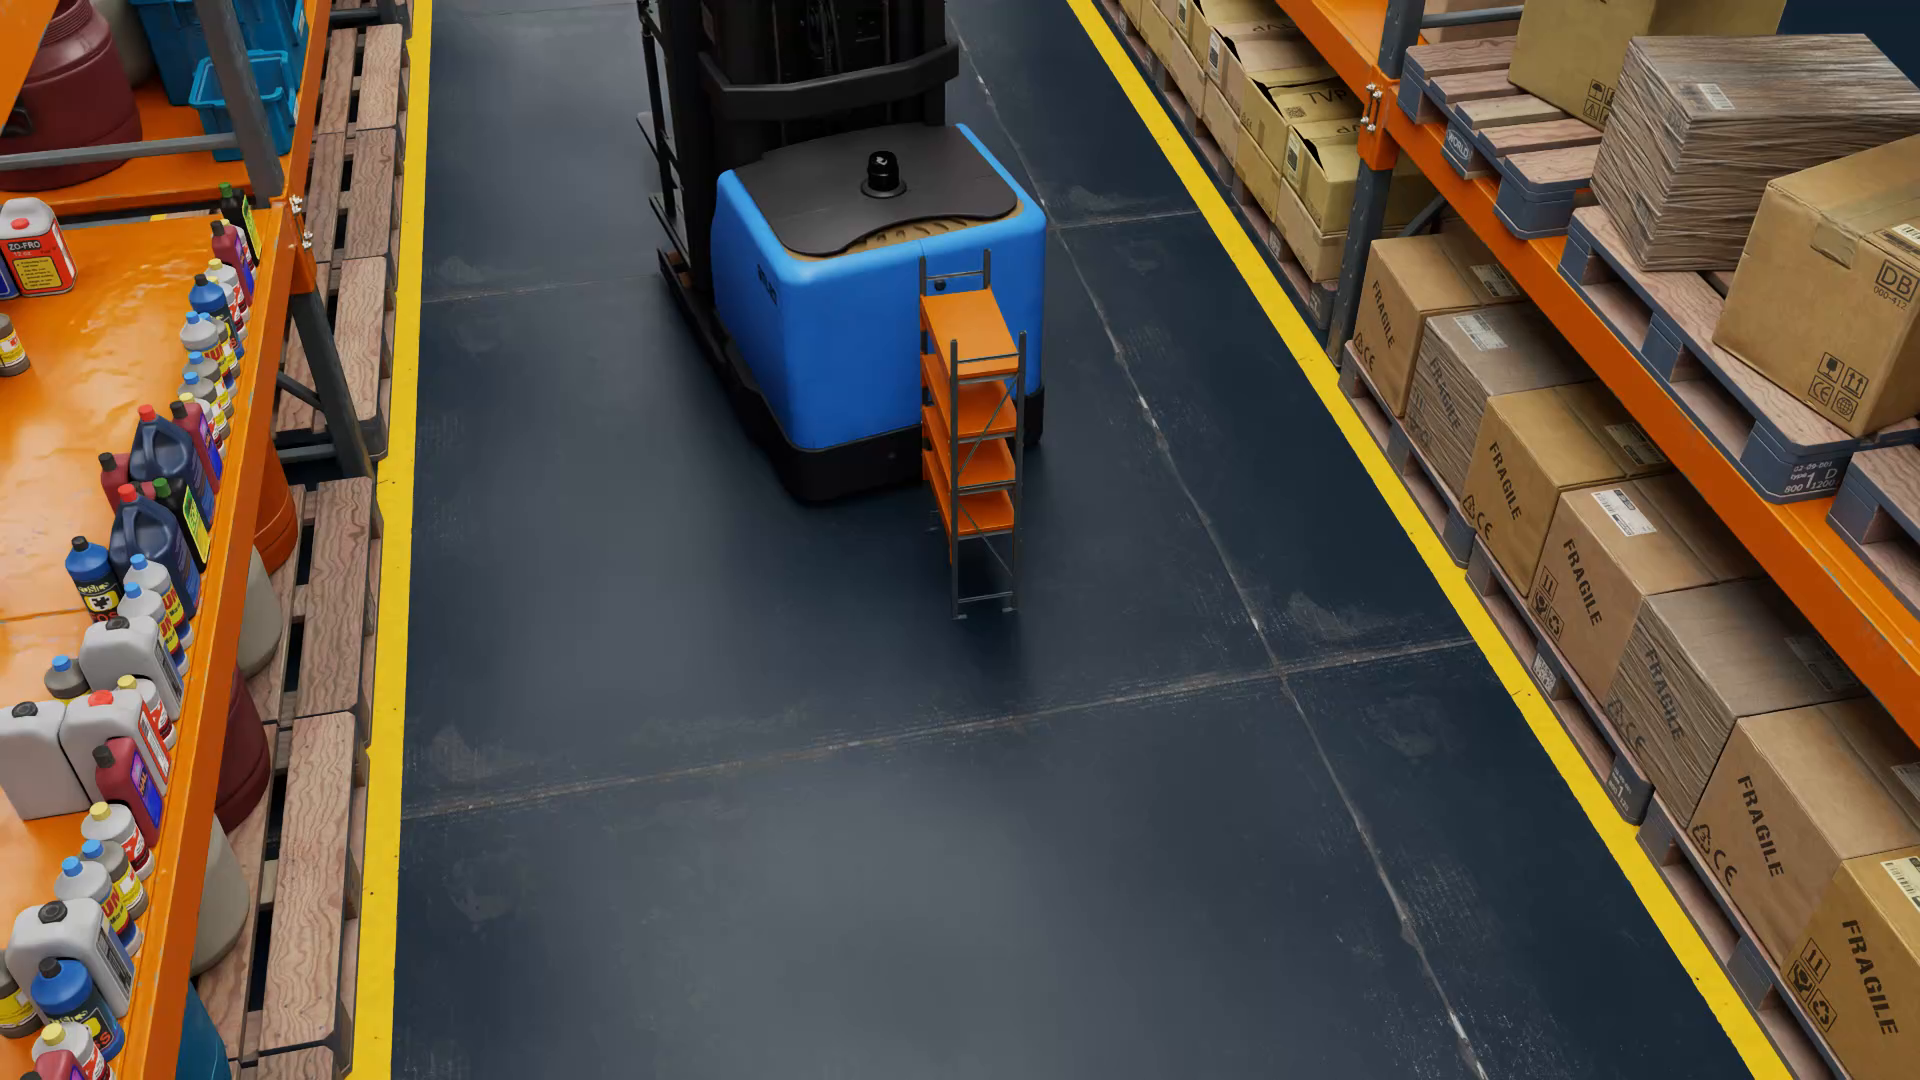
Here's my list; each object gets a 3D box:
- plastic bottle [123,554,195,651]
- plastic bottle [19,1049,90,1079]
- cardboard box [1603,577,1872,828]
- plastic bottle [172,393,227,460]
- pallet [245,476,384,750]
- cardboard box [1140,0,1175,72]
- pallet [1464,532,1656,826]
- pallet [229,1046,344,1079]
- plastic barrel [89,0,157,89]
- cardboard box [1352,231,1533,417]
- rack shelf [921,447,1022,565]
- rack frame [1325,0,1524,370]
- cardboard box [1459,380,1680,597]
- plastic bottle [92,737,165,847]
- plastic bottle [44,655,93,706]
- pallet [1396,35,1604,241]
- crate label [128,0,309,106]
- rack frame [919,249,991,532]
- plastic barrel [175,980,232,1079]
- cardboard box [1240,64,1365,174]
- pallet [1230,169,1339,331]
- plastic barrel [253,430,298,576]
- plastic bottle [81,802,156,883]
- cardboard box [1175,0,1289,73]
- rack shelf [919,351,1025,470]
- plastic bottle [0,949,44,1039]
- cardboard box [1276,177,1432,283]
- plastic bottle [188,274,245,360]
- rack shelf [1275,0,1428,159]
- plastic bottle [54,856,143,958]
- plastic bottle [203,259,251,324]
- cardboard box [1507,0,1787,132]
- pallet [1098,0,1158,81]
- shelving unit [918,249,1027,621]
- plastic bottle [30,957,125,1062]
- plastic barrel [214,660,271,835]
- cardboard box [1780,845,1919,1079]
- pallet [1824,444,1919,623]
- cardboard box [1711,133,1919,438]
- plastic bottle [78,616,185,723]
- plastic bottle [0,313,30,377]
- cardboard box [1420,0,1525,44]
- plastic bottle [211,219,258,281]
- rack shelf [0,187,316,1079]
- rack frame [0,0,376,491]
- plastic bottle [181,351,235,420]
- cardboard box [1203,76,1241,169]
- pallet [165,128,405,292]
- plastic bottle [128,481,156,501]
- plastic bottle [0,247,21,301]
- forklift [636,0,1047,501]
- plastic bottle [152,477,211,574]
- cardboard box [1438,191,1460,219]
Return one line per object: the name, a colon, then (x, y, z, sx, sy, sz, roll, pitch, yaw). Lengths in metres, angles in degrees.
plastic bottle: (-1.898, 0.143, 3.926, 0.097, 0.271, 0.097, 0, 42, 0)
plastic bottle: (-1.592, 1.001, 2.951, 0.061, 0.283, 0.133, -8, 42, -9)
cardboard box: (2.344, 0.480, 5.001, 0.500, 0.500, 0.500, -8, 42, -9)
plastic bottle: (-2.057, -0.306, 4.485, 0.097, 0.201, 0.097, 0, 42, 0)
pallet: (-2.554, 0.298, 5.756, 1.003, 0.211, 1.213, -8, 42, -9)
cardboard box: (1.278, -2.715, 8.804, 0.500, 0.250, 0.500, -10, 42, -11)
pallet: (2.457, 0.364, 5.681, 1.003, 0.211, 1.213, -8, 42, -9)
pallet: (-2.027, 1.879, 3.974, 1.003, 0.211, 1.213, -8, 42, -9)
plastic barrel: (-3.195, -1.928, 6.078, 0.421, 0.512, 0.421, 0, 42, 0)
cardboard box: (1.892, -0.851, 6.501, 0.500, 0.500, 0.500, -7, 42, -7)
rack shelf: (0.036, -0.143, 5.907, 0.258, 0.148, 0.480, -8, 42, -9)
rack frame: (2.073, -1.958, 6.196, 1.000, 3.000, 0.127, -8, 42, -9)
cardboard box: (2.114, -0.187, 5.753, 0.500, 0.500, 0.500, -9, 42, -10)
plastic bottle: (-1.755, 0.512, 3.502, 0.061, 0.283, 0.133, -8, 42, -9)
plastic bottle: (-1.997, 0.342, 3.755, 0.097, 0.201, 0.097, 0, 42, 0)
pallet: (2.288, -1.456, 5.776, 1.213, 0.211, 1.003, -8, 42, -9)
crate label: (-2.715, -1.946, 6.156, 0.502, 0.435, 0.616, -8, 42, -9)
rack frame: (-0.017, -0.500, 5.909, 0.240, 1.200, 0.015, -8, 42, -9)
plastic barrel: (-2.155, 1.156, 3.952, 0.600, 0.901, 0.708, -8, 42, -9)
cardboard box: (1.601, -1.936, 7.504, 0.500, 0.311, 0.500, -9, 42, -10)
pallet: (1.933, -1.454, 7.729, 1.003, 0.211, 1.213, -8, 42, -9)
plastic barrel: (-2.642, -0.281, 5.625, 0.600, 0.830, 0.708, -8, 42, -9)
plastic bottle: (-1.748, 0.620, 3.442, 0.097, 0.201, 0.097, 0, 42, 0)
cardboard box: (1.389, -2.589, 8.239, 0.500, 0.311, 0.500, -7, 42, -8)
rack shelf: (0.036, -0.458, 5.627, 0.258, 0.148, 0.480, -8, 42, -9)
plastic bottle: (-1.826, 0.855, 3.177, 0.097, 0.201, 0.097, 0, 42, 0)
cardboard box: (1.721, -1.392, 7.314, 0.500, 0.250, 0.500, -7, 42, -8)
plastic bottle: (-2.162, -0.648, 4.817, 0.097, 0.271, 0.097, 0, 42, 0)
rack shelf: (1.641, -2.985, 7.895, 1.077, 0.370, 4.000, -8, 42, -9)
plastic bottle: (-1.706, 0.720, 3.276, 0.097, 0.271, 0.097, 0, 42, 0)
plastic bottle: (-2.204, -0.748, 4.983, 0.097, 0.201, 0.097, 0, 42, 0)
cardboard box: (2.319, -1.760, 5.581, 0.700, 0.500, 0.500, -22, 46, -23)
pallet: (1.407, -3.036, 9.511, 1.003, 0.211, 1.213, -8, 42, -9)
shelving unit: (0.036, -0.341, 5.731, 0.258, 1.200, 0.503, -8, 42, -9)
plastic bottle: (-1.656, 0.870, 3.107, 0.097, 0.271, 0.097, 0, 42, 0)
plastic barrel: (-2.398, 0.541, 4.881, 0.600, 0.588, 0.708, -8, 42, -9)
cardboard box: (2.550, 1.127, 4.273, 0.500, 0.500, 0.500, -9, 42, -10)
pallet: (2.871, 0.173, 3.940, 1.003, 0.211, 1.213, -8, 42, -9)
cardboard box: (2.495, -0.696, 4.382, 0.700, 0.500, 0.500, -19, 45, -20)
plastic bottle: (-1.879, 0.284, 3.764, 0.152, 0.276, 0.135, -8, 42, -9)
plastic bottle: (-2.769, -0.579, 4.793, 0.097, 0.201, 0.097, 0, 42, 0)
cardboard box: (2.037, -2.166, 6.498, 0.500, 0.311, 0.500, -6, 42, -7)
plastic bottle: (-2.253, -0.897, 5.151, 0.097, 0.201, 0.097, 0, 42, 0)
rack shelf: (-2.333, 0.315, 4.177, 1.077, 0.370, 4.000, -8, 42, -9)
rack frame: (-2.764, -1.250, 5.399, 1.000, 3.000, 0.127, -8, 42, -9)
plastic bottle: (-2.099, -0.432, 4.627, 0.097, 0.201, 0.097, 0, 42, 0)
cardboard box: (1.501, -2.052, 8.058, 0.500, 0.250, 0.500, -7, 42, -8)
pallet: (-3.154, -1.504, 7.786, 1.003, 0.211, 1.213, -8, 42, -9)
plastic bottle: (-2.005, -0.050, 4.134, 0.061, 0.283, 0.133, -8, 42, -9)
plastic bottle: (-2.987, -0.877, 5.072, 0.152, 0.276, 0.135, -8, 42, -9)
forklift: (-0.713, -2.228, 6.552, 1.130, 2.935, 3.031, -16, 44, -17)
plastic bottle: (-1.945, -0.058, 4.144, 0.061, 0.283, 0.133, -8, 42, -9)
cardboard box: (2.247, -1.678, 7.213, 0.500, 0.311, 0.500, -7, 42, -8)
